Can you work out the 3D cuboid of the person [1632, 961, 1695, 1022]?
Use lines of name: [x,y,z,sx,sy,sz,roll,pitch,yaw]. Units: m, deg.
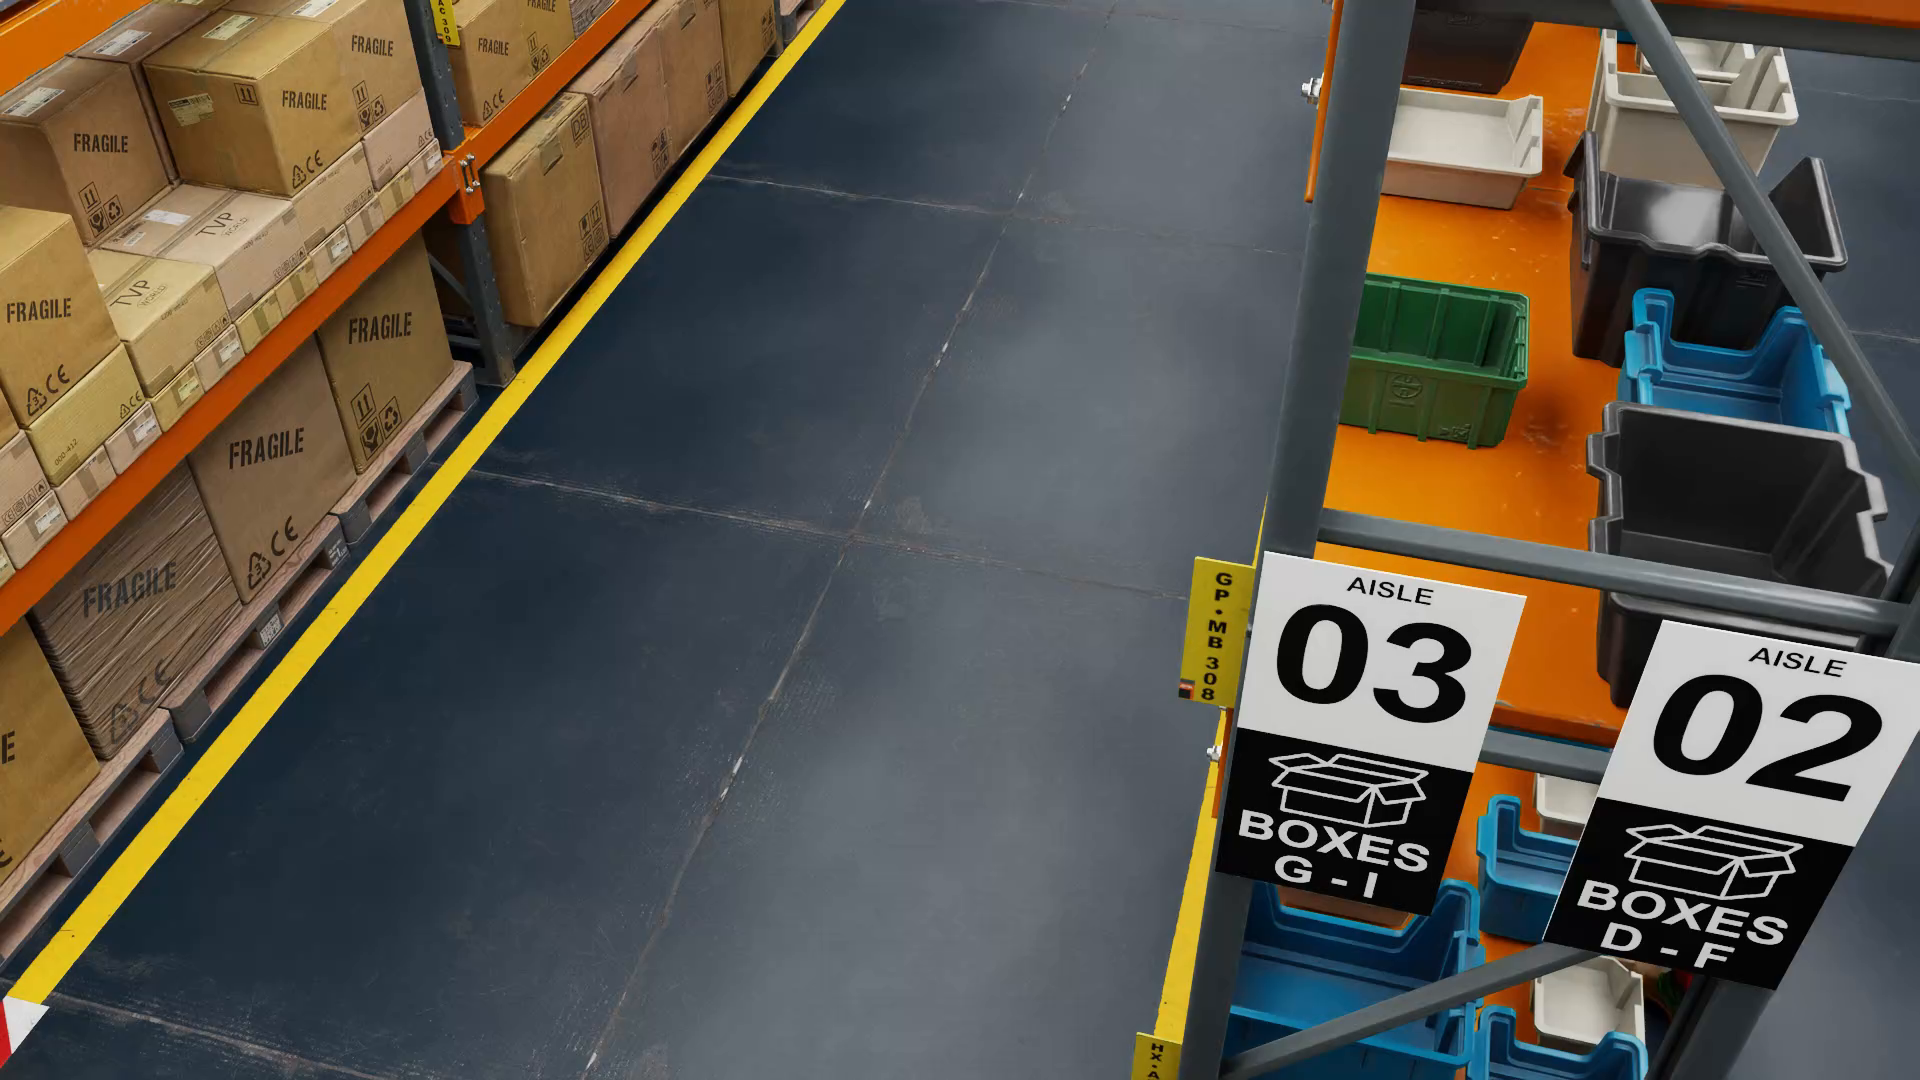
person: [2.436,0.853,5.127,0.725,1.806,0.420,-32,50,-31]
